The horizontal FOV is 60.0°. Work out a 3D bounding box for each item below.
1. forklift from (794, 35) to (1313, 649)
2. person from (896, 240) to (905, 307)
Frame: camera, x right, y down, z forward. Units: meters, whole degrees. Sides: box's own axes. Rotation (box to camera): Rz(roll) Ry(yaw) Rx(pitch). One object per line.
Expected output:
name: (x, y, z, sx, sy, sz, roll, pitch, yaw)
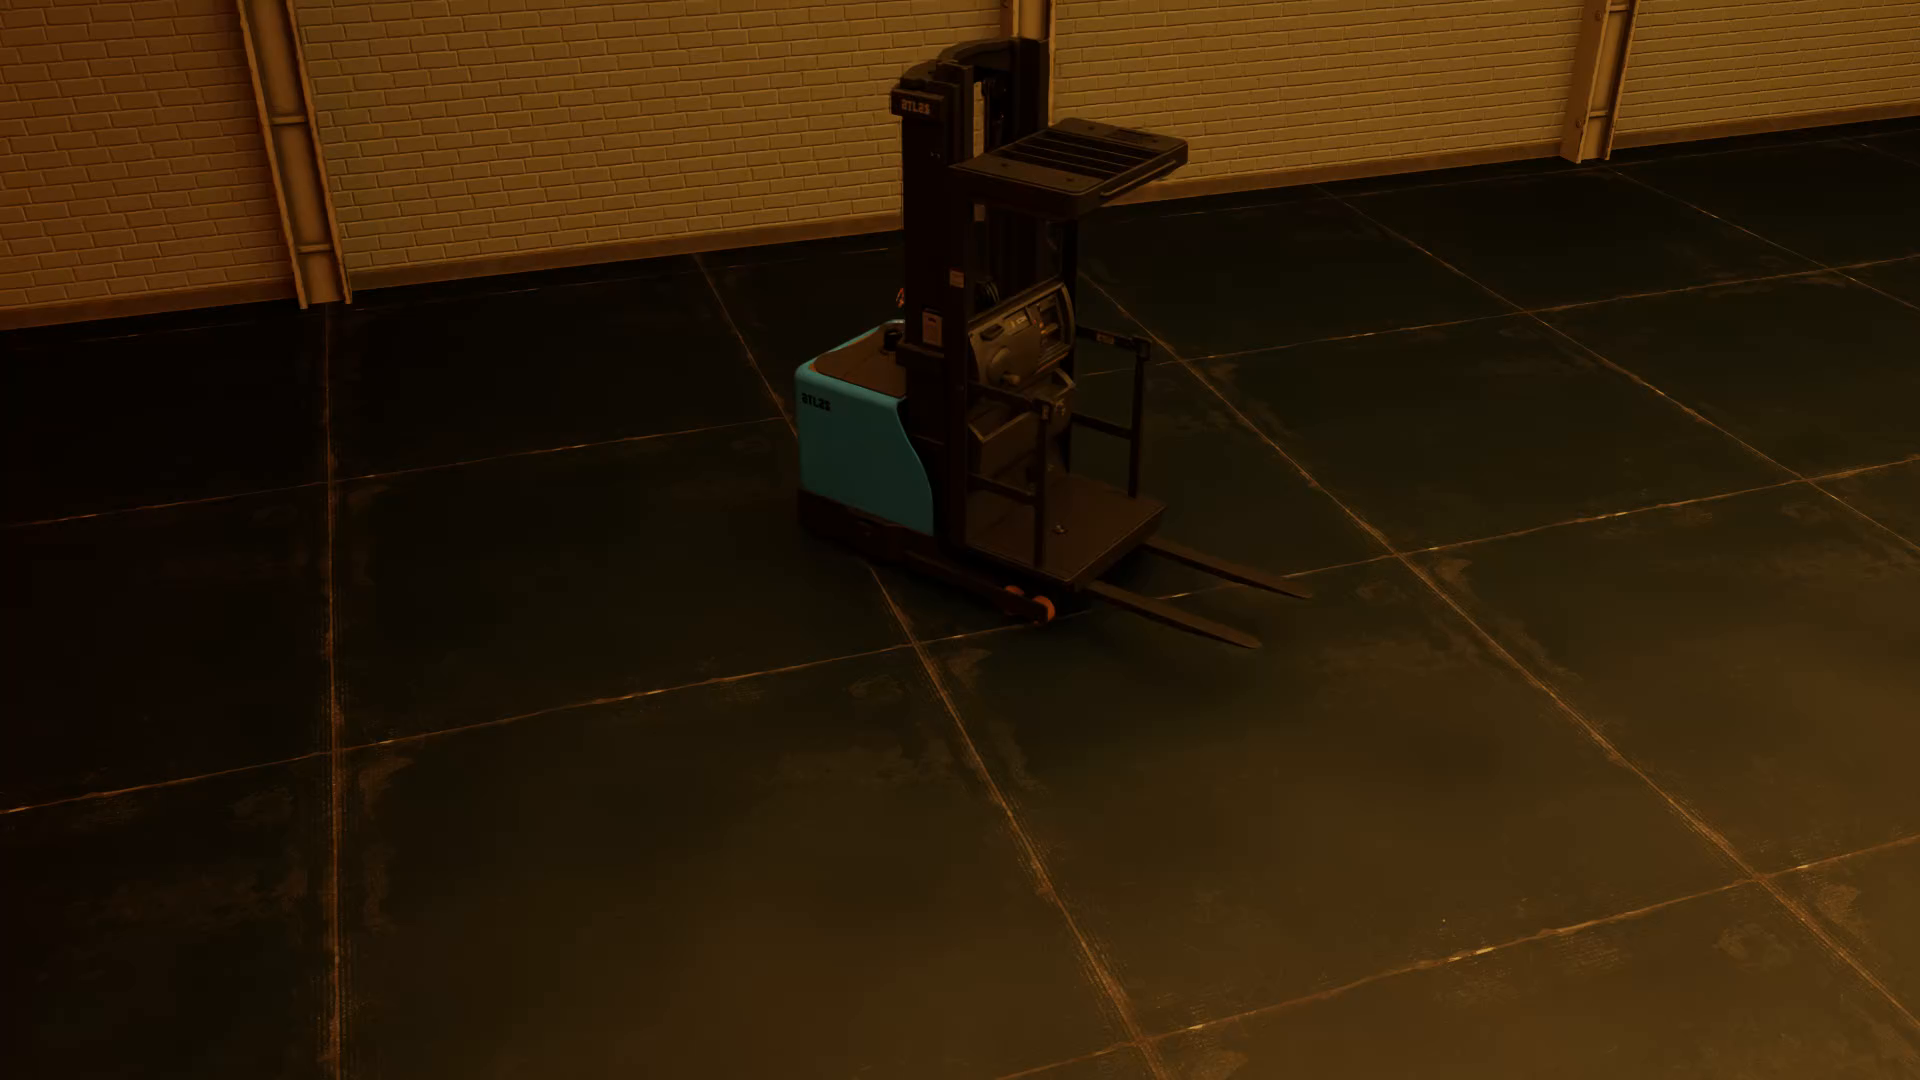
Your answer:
forklift: (0.510, -1.095, 8.990, 3.031, 2.935, 1.130, 20, 35, 31)
person: (-0.280, -1.620, 11.238, 0.414, 1.644, 0.782, -3, 30, -6)
